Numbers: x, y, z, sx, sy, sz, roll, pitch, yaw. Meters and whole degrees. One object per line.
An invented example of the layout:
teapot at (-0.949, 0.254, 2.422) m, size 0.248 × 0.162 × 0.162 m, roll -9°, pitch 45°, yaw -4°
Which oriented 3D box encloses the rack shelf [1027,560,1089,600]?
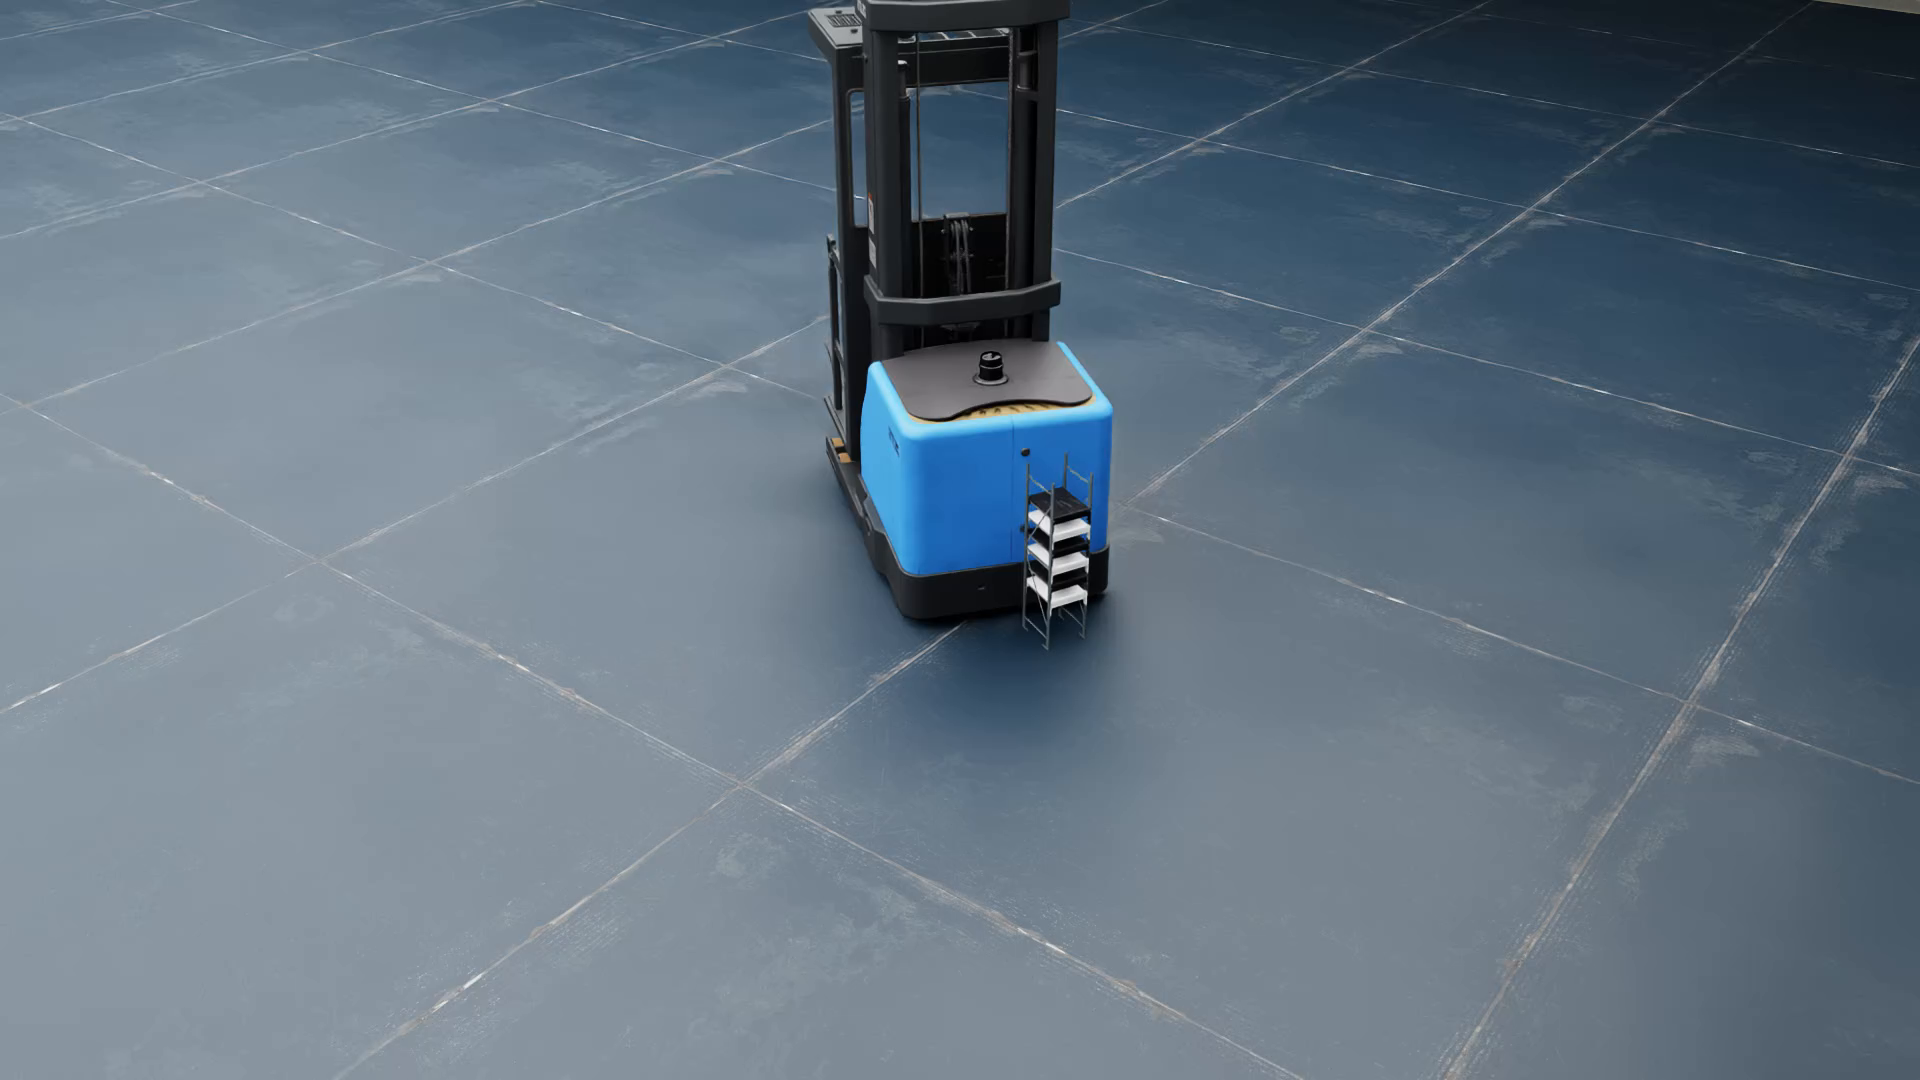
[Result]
rack shelf at (0.451, 0.166, 7.829) m, size 0.200 × 0.077 × 0.258 m, roll -16°, pitch 34°, yaw -24°

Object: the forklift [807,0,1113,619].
forklift at (-0.133, -1.623, 8.614) m, size 1.130 × 2.935 × 3.031 m, roll -8°, pitch 31°, yaw -12°

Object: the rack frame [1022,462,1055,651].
rack frame at (0.362, 0.085, 7.724) m, size 0.006 × 0.900 × 0.240 m, roll -16°, pitch 34°, yaw -24°

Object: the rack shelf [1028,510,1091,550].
rack shelf at (0.451, -0.066, 7.691) m, size 0.200 × 0.077 × 0.258 m, roll -16°, pitch 34°, yaw -24°

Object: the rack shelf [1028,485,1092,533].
rack shelf at (0.451, -0.143, 7.645) m, size 0.200 × 0.077 × 0.258 m, roll -16°, pitch 34°, yaw -24°

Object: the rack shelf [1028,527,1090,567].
rack shelf at (0.451, 0.011, 7.737) m, size 0.200 × 0.077 × 0.258 m, roll -16°, pitch 34°, yaw -24°

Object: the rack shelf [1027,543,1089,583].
rack shelf at (0.451, 0.089, 7.783) m, size 0.200 × 0.077 × 0.258 m, roll -16°, pitch 34°, yaw -24°

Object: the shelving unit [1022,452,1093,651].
shelving unit at (0.451, 0.060, 7.766) m, size 0.210 × 0.900 × 0.258 m, roll -16°, pitch 34°, yaw -24°

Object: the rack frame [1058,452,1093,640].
rack frame at (0.540, 0.035, 7.808) m, size 0.006 × 0.900 × 0.240 m, roll -16°, pitch 34°, yaw -24°

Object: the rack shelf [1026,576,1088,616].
rack shelf at (0.451, 0.243, 7.875) m, size 0.200 × 0.077 × 0.258 m, roll -16°, pitch 34°, yaw -24°
